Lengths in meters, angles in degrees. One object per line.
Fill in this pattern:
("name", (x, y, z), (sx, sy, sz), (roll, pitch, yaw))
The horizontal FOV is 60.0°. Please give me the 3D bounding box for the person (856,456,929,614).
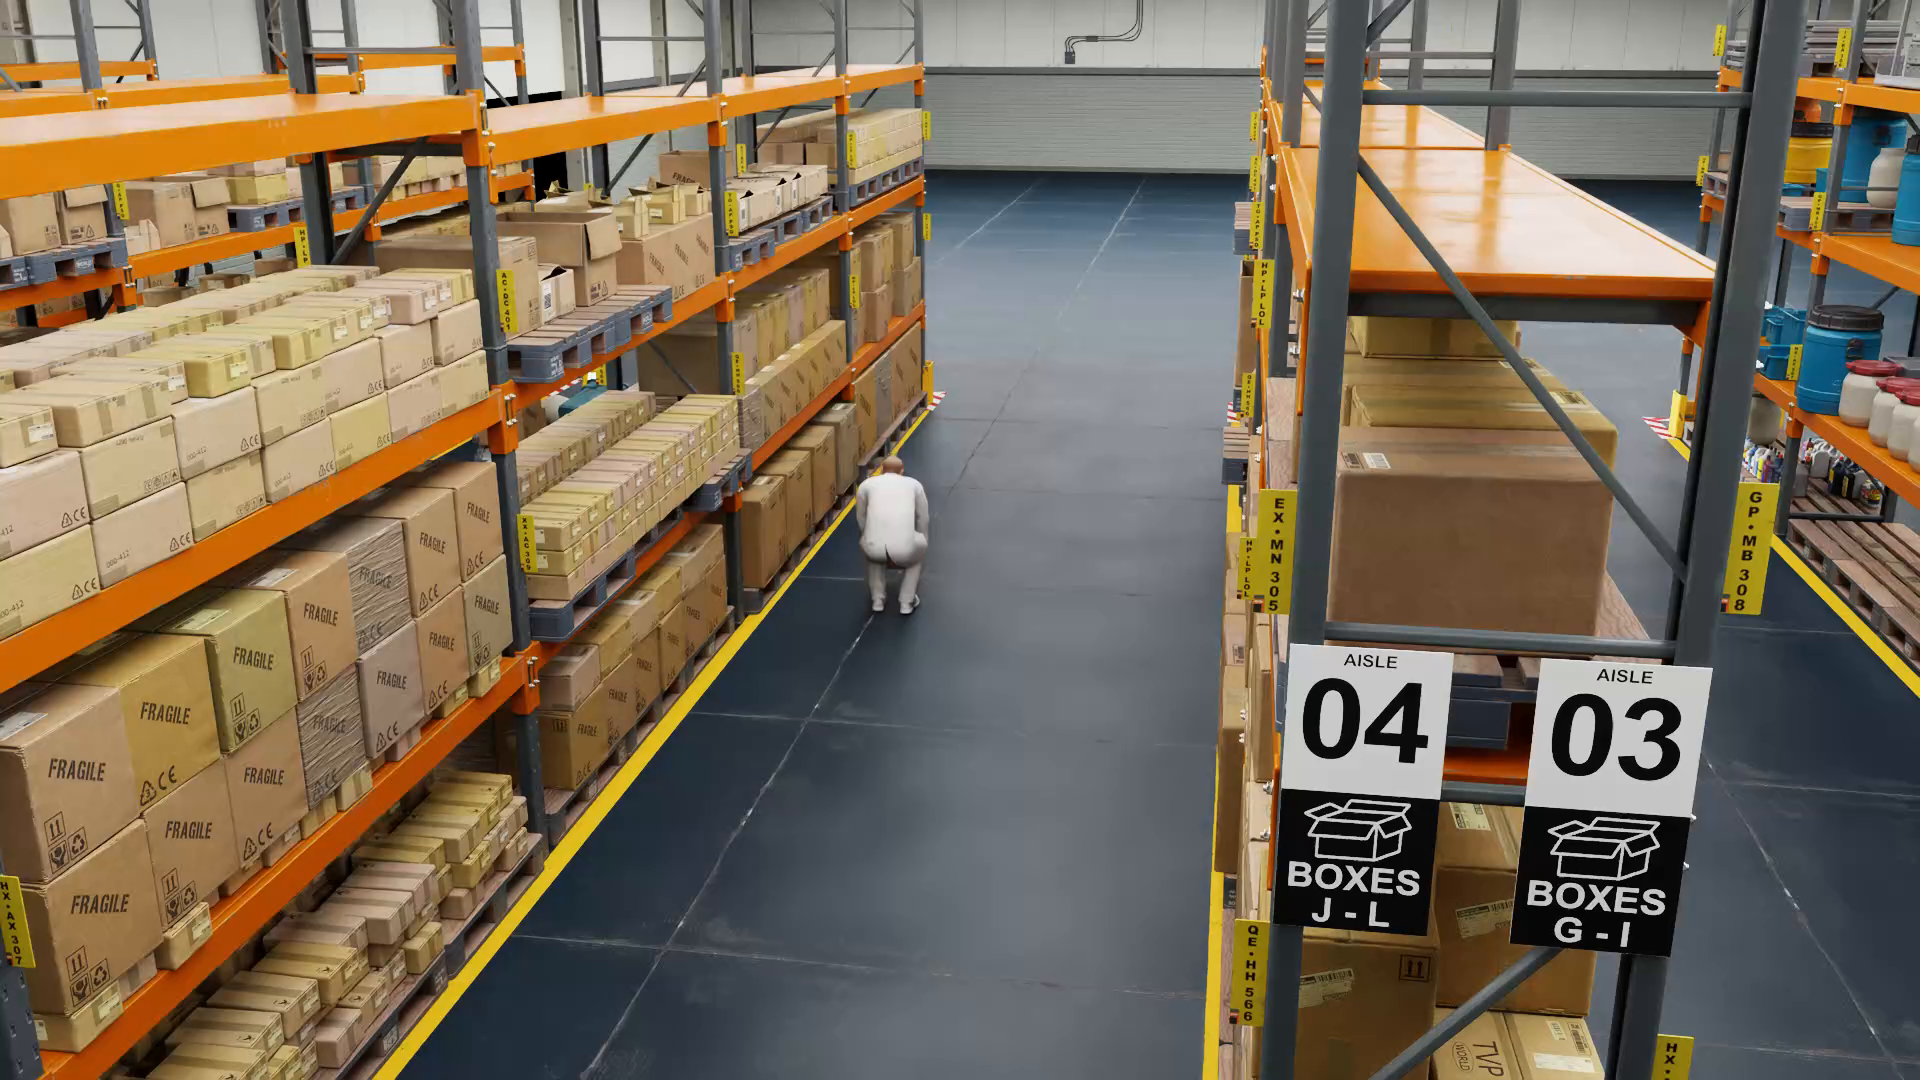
("person", (-0.570, -0.035, 13.653), (0.626, 1.195, 0.821), (2, 18, 8))
